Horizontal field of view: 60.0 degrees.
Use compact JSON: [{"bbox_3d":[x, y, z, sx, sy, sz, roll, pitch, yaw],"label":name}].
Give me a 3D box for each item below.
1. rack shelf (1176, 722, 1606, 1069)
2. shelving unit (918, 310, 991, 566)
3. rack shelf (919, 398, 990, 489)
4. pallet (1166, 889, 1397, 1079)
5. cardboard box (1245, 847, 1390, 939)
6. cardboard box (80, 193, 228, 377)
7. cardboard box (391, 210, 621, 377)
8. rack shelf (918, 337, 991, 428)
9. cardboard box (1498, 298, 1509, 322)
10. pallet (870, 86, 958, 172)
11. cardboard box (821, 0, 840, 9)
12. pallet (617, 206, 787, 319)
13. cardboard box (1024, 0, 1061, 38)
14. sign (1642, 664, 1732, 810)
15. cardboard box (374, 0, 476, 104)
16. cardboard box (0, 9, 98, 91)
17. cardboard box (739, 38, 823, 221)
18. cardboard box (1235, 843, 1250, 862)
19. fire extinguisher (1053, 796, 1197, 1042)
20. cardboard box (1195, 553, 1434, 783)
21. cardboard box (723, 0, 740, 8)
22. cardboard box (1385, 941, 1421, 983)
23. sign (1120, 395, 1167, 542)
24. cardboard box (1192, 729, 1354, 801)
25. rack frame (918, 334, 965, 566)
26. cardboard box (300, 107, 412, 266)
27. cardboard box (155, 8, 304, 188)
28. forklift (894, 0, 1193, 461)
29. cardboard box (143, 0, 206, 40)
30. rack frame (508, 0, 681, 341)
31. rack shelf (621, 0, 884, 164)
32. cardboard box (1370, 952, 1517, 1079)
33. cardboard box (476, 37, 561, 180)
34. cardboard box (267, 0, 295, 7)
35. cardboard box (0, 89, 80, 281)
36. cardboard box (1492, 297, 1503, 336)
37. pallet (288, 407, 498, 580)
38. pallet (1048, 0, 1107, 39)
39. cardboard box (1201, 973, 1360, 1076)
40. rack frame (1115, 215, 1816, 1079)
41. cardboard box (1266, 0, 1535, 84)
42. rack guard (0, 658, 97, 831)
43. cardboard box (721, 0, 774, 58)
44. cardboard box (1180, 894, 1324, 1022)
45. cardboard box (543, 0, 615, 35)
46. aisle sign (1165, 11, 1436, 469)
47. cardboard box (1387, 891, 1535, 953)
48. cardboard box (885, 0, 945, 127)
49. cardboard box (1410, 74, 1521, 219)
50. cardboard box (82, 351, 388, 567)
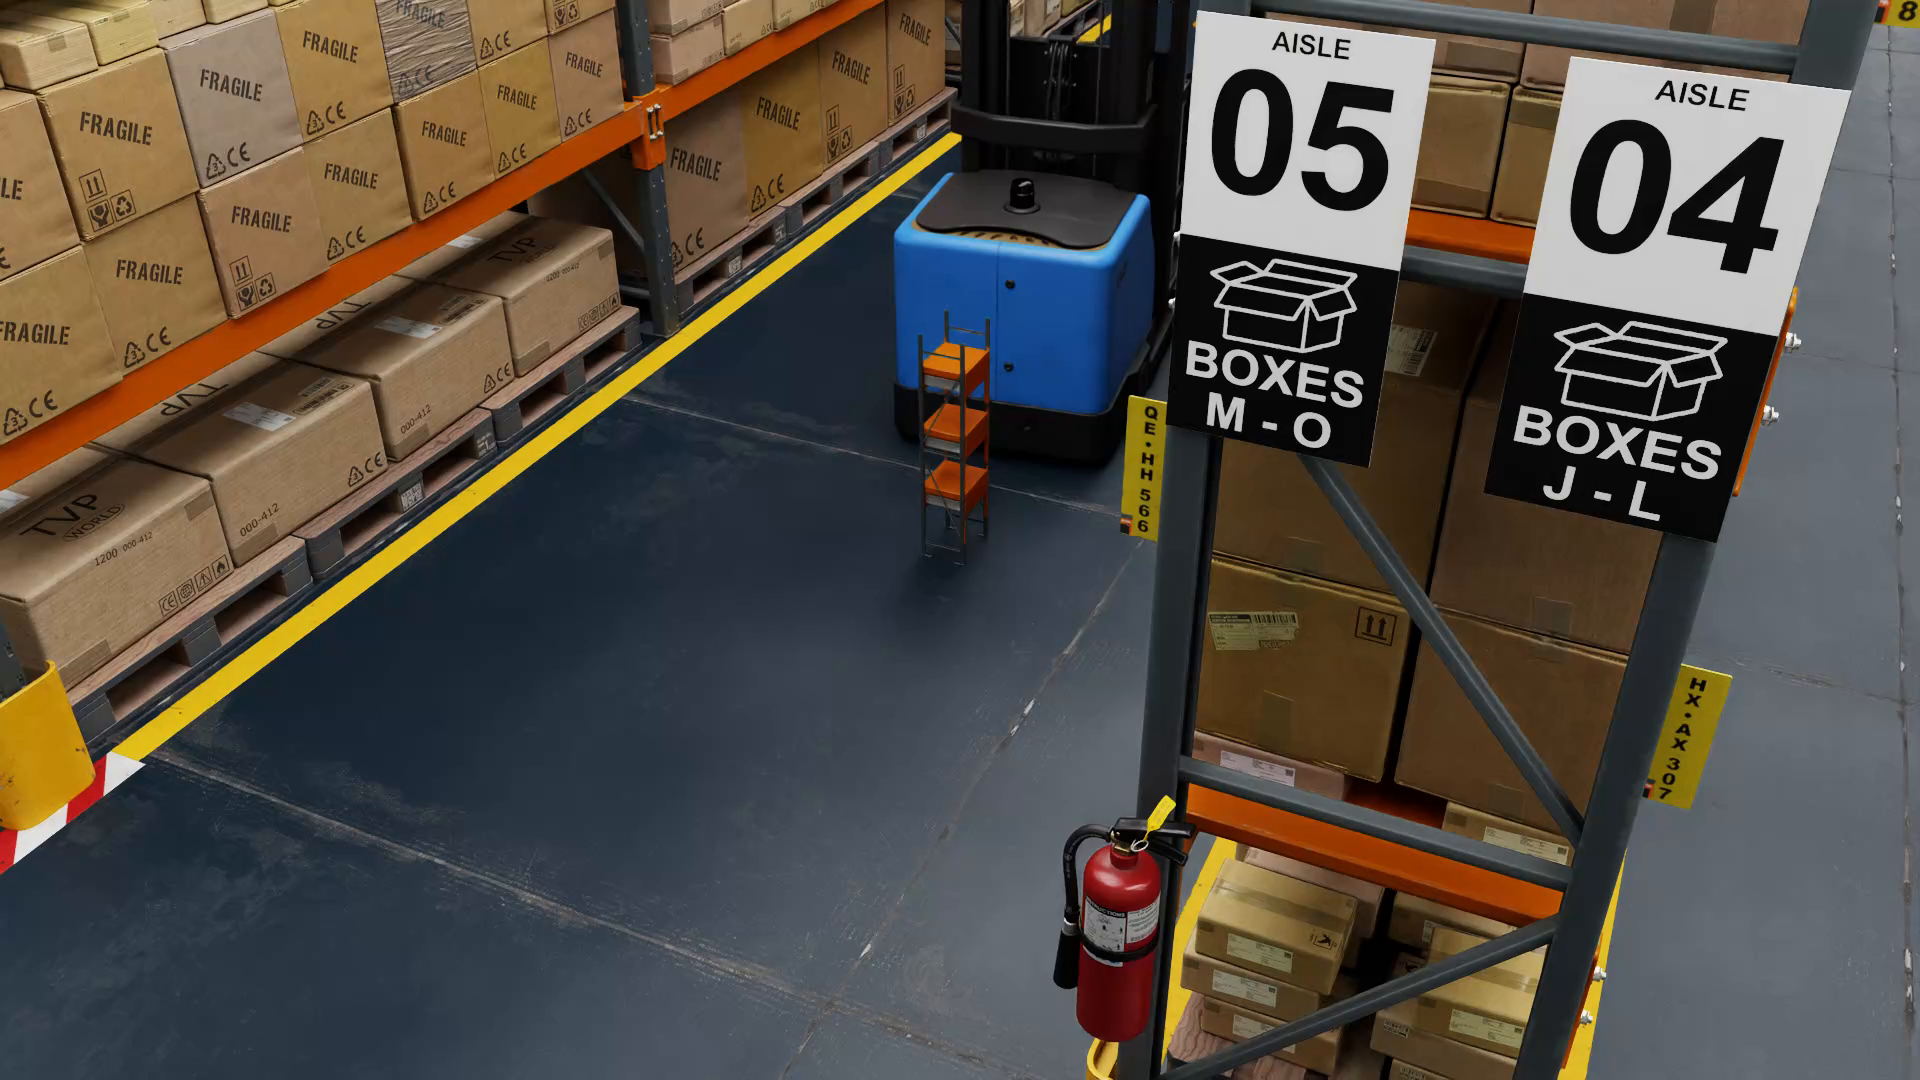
[{"bbox_3d":[1.714,-0.083,5.296,1.077,0.370,4.000,14,36,20],"label":"rack shelf"},{"bbox_3d":[-0.022,-0.412,6.921,0.215,1.050,0.252,14,36,20],"label":"shelving unit"},{"bbox_3d":[-0.022,-0.404,6.927,0.215,0.259,0.240,14,36,20],"label":"rack shelf"},{"bbox_3d":[1.281,1.344,5.007,1.003,0.211,1.213,14,36,20],"label":"pallet"},{"bbox_3d":[1.026,0.947,4.745,0.380,0.149,0.250,15,36,21],"label":"cardboard box"},{"bbox_3d":[-3.013,-0.946,5.866,0.500,0.500,0.500,14,36,20],"label":"cardboard box"},{"bbox_3d":[-2.347,-1.281,8.421,0.875,0.438,0.875,14,36,20],"label":"cardboard box"},{"bbox_3d":[-0.022,-0.641,6.772,0.215,0.259,0.240,14,36,20],"label":"rack shelf"},{"bbox_3d":[1.512,-0.387,3.831,0.500,0.500,0.500,15,36,22],"label":"cardboard box"},{"bbox_3d":[-0.712,-2.915,11.504,1.003,0.211,1.213,14,36,20],"label":"pallet"},{"bbox_3d":[-0.902,-3.317,9.710,0.500,0.250,0.500,14,36,20],"label":"cardboard box"},{"bbox_3d":[-1.733,-1.700,9.650,1.003,0.211,1.213,14,36,20],"label":"pallet"},{"bbox_3d":[0.233,-4.182,12.906,0.950,0.372,0.625,13,36,20],"label":"cardboard box"},{"bbox_3d":[1.371,0.375,3.153,0.100,0.325,0.005,14,36,20],"label":"sign"},{"bbox_3d":[-2.358,-2.120,6.744,0.500,0.500,0.500,15,36,21],"label":"cardboard box"},{"bbox_3d":[-3.003,-1.567,5.310,0.380,0.149,0.250,15,36,22],"label":"cardboard box"},{"bbox_3d":[-1.430,-2.531,9.929,0.875,0.875,0.875,15,36,22],"label":"cardboard box"},{"bbox_3d":[1.055,0.917,5.061,0.380,0.149,0.250,13,35,19],"label":"cardboard box"},{"bbox_3d":[0.353,0.821,3.674,0.296,0.674,0.183,14,36,20],"label":"fire extinguisher"},{"bbox_3d":[0.832,0.164,3.902,0.500,0.500,0.500,15,36,21],"label":"cardboard box"},{"bbox_3d":[-1.354,-3.032,8.819,0.500,0.250,0.500,15,36,21],"label":"cardboard box"},{"bbox_3d":[1.423,1.293,4.760,0.380,0.149,0.250,14,36,20],"label":"cardboard box"},{"bbox_3d":[0.382,-0.141,3.385,0.100,0.325,0.005,14,36,20],"label":"sign"},{"bbox_3d":[0.757,0.491,3.995,0.380,0.149,0.250,14,36,21],"label":"cardboard box"},{"bbox_3d":[-0.073,-0.352,6.829,0.200,1.050,0.008,14,36,20],"label":"rack frame"},{"bbox_3d":[-2.589,-1.448,6.632,0.500,0.500,0.500,15,36,22],"label":"cardboard box"},{"bbox_3d":[-2.783,-1.623,5.987,0.500,0.500,0.500,14,36,20],"label":"cardboard box"},{"bbox_3d":[0.614,-2.393,8.226,1.130,2.935,3.031,10,34,14],"label":"forklift"},{"bbox_3d":[-2.847,-1.845,5.734,0.380,0.149,0.250,15,36,21],"label":"cardboard box"},{"bbox_3d":[-1.987,-2.465,8.273,1.000,3.000,0.127,14,36,20],"label":"rack frame"},{"bbox_3d":[-1.150,-3.160,9.990,1.077,0.370,4.000,14,36,20],"label":"rack shelf"},{"bbox_3d":[1.330,1.303,4.473,0.380,0.149,0.250,16,36,22],"label":"cardboard box"},{"bbox_3d":[-2.159,-1.959,7.412,0.500,0.500,0.500,13,36,19],"label":"cardboard box"},{"bbox_3d":[-2.574,-2.080,6.092,0.380,0.149,0.250,13,36,19],"label":"cardboard box"},{"bbox_3d":[-3.201,-1.106,5.199,0.500,0.500,0.500,13,36,19],"label":"cardboard box"},{"bbox_3d":[1.055,-0.509,4.016,0.500,0.500,0.500,13,35,19],"label":"cardboard box"},{"bbox_3d":[-2.885,-0.328,7.558,1.003,0.211,1.213,14,36,20],"label":"pallet"},{"bbox_3d":[0.526,-4.285,13.593,1.003,0.211,1.213,14,36,20],"label":"pallet"},{"bbox_3d":[0.908,1.319,4.719,0.380,0.149,0.250,15,36,21],"label":"cardboard box"},{"bbox_3d":[0.878,0.613,3.580,1.000,3.000,0.127,14,36,20],"label":"rack frame"},{"bbox_3d":[0.839,-1.076,3.101,0.500,0.250,0.500,13,35,19],"label":"cardboard box"},{"bbox_3d":[-3.671,0.585,5.902,1.175,0.500,0.348,14,36,20],"label":"rack guard"},{"bbox_3d":[-1.348,-2.819,8.950,0.500,0.250,0.500,13,36,19],"label":"cardboard box"},{"bbox_3d":[0.839,1.177,4.666,0.380,0.149,0.250,13,36,19],"label":"cardboard box"},{"bbox_3d":[-1.934,-2.626,7.517,0.500,0.500,0.500,14,36,20],"label":"cardboard box"},{"bbox_3d":[0.575,-0.507,2.917,0.394,0.787,0.004,14,36,20],"label":"aisle sign"},{"bbox_3d":[1.411,1.033,4.614,0.380,0.149,0.250,15,36,21],"label":"cardboard box"},{"bbox_3d":[-0.678,-3.419,11.283,0.875,0.875,0.875,14,36,20],"label":"cardboard box"},{"bbox_3d":[0.828,-0.866,3.237,0.500,0.250,0.500,13,36,19],"label":"cardboard box"},{"bbox_3d":[-3.100,-0.386,7.057,0.875,0.438,0.875,15,36,22],"label":"cardboard box"}]
